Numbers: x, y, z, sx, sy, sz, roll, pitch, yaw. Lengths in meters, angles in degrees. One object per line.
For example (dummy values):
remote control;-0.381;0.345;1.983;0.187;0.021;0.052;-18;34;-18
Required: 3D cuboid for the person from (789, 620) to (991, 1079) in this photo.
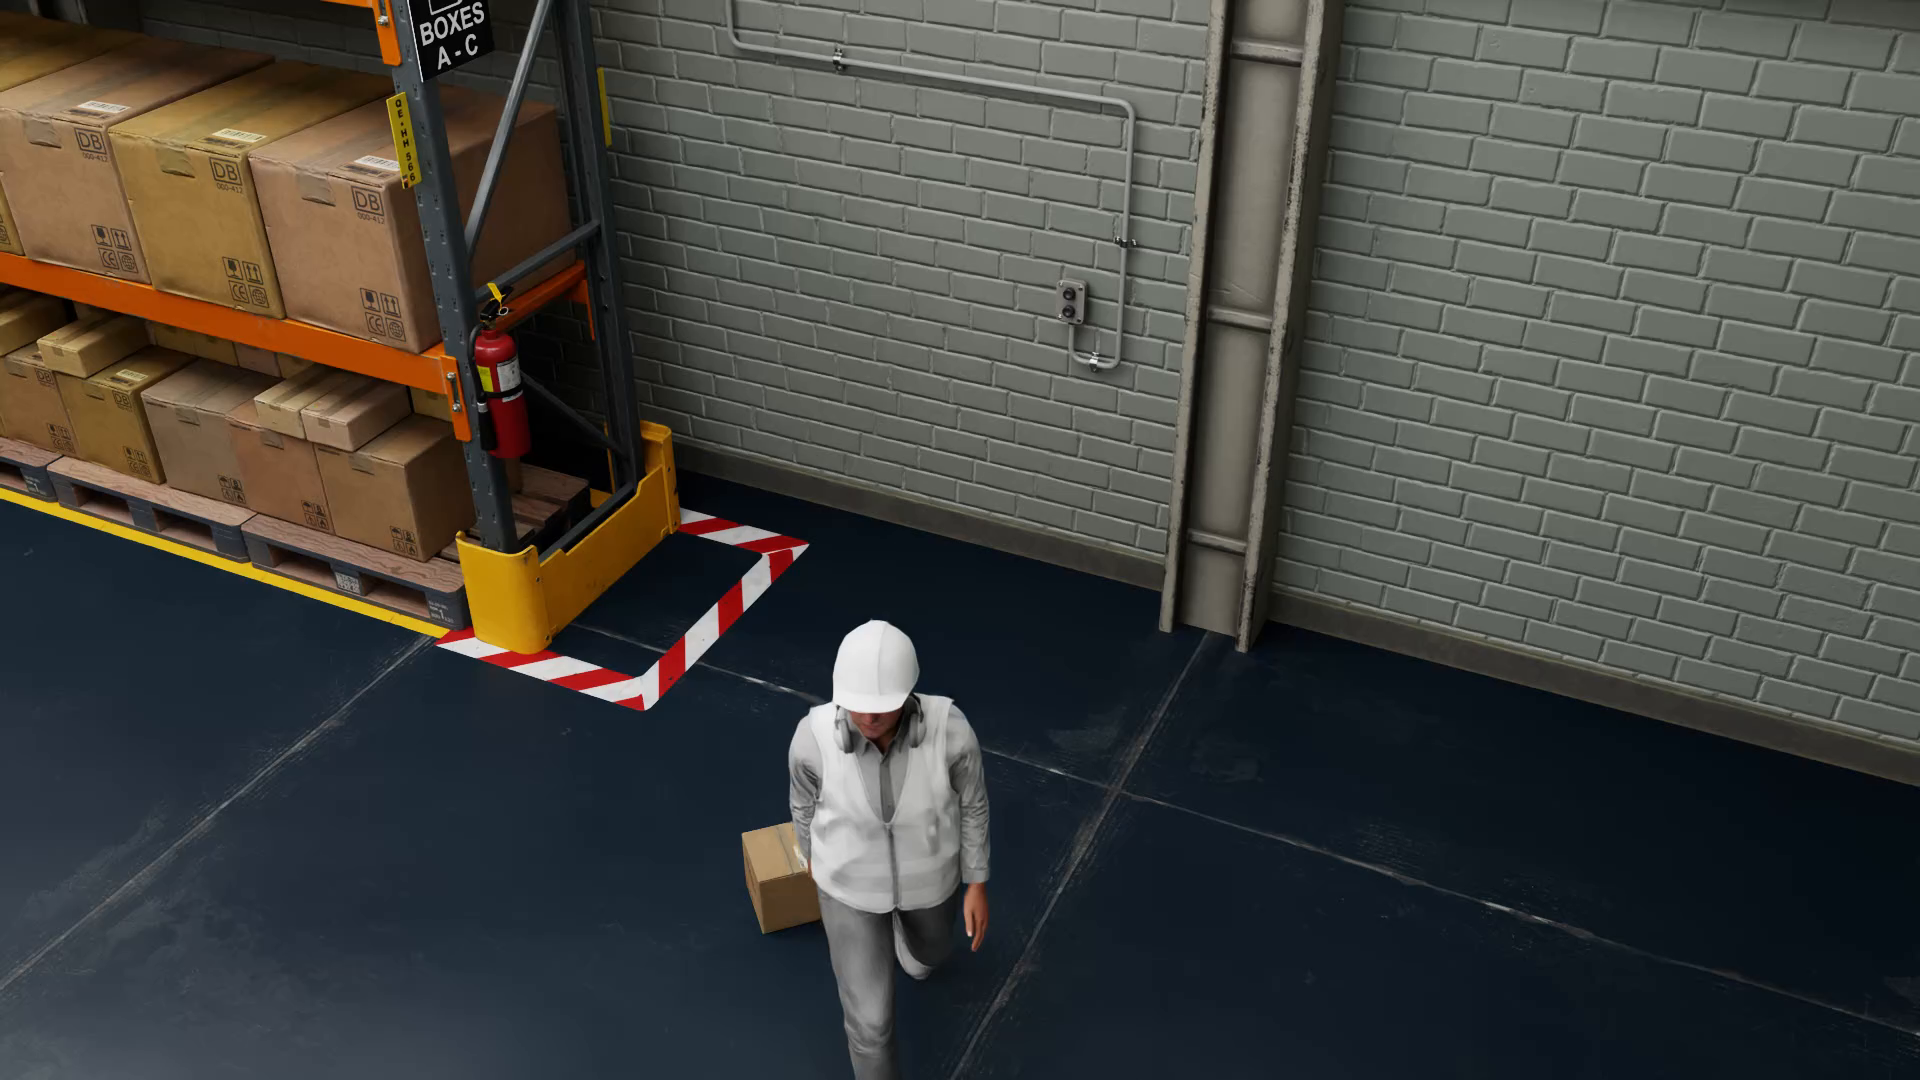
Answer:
person;-0.201;0.903;4.749;0.542;1.729;1.012;-6;34;-9
